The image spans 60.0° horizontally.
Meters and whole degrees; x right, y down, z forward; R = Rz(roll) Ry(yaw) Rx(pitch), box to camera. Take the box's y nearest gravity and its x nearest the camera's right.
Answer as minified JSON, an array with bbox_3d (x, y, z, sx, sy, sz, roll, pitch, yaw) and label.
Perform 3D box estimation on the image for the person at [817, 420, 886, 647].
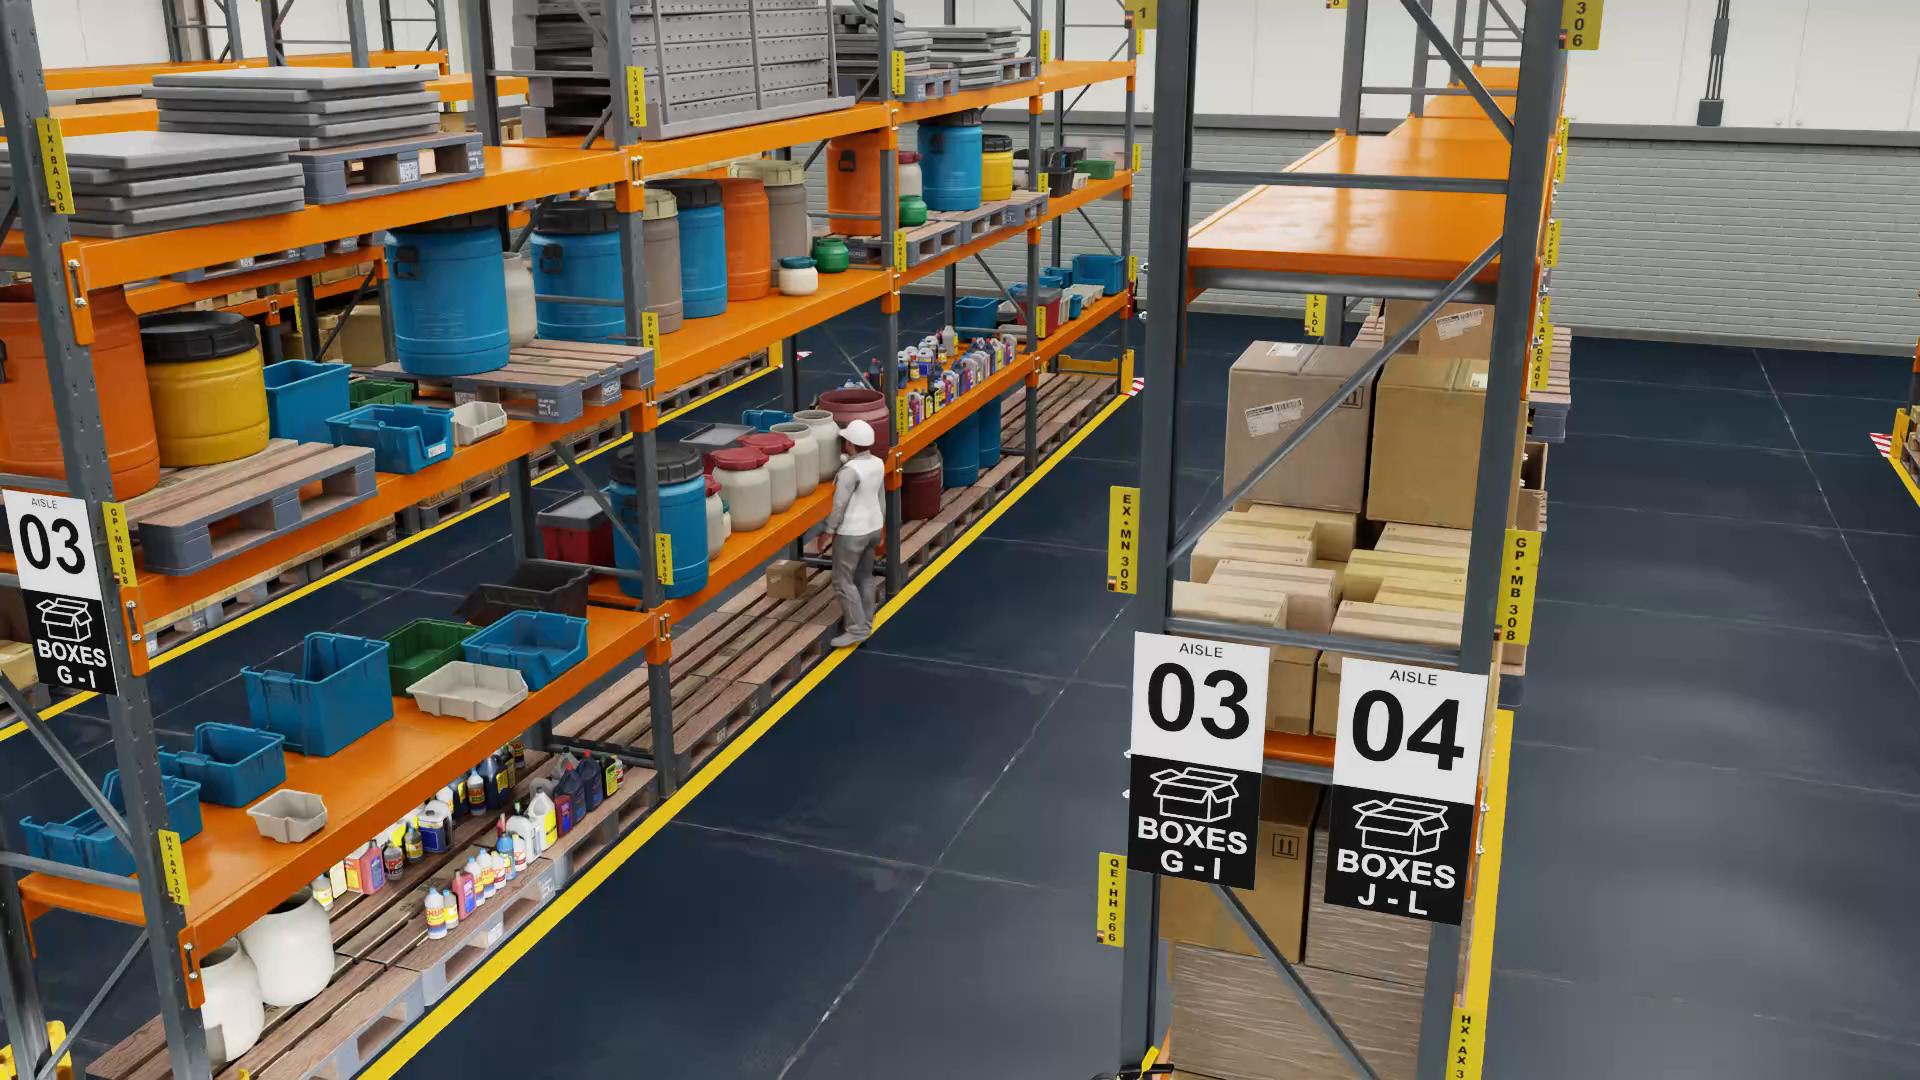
[{"bbox_3d":[-0.835,-0.066,13.085,0.388,1.791,0.604,11,21,29],"label":"person"}]
